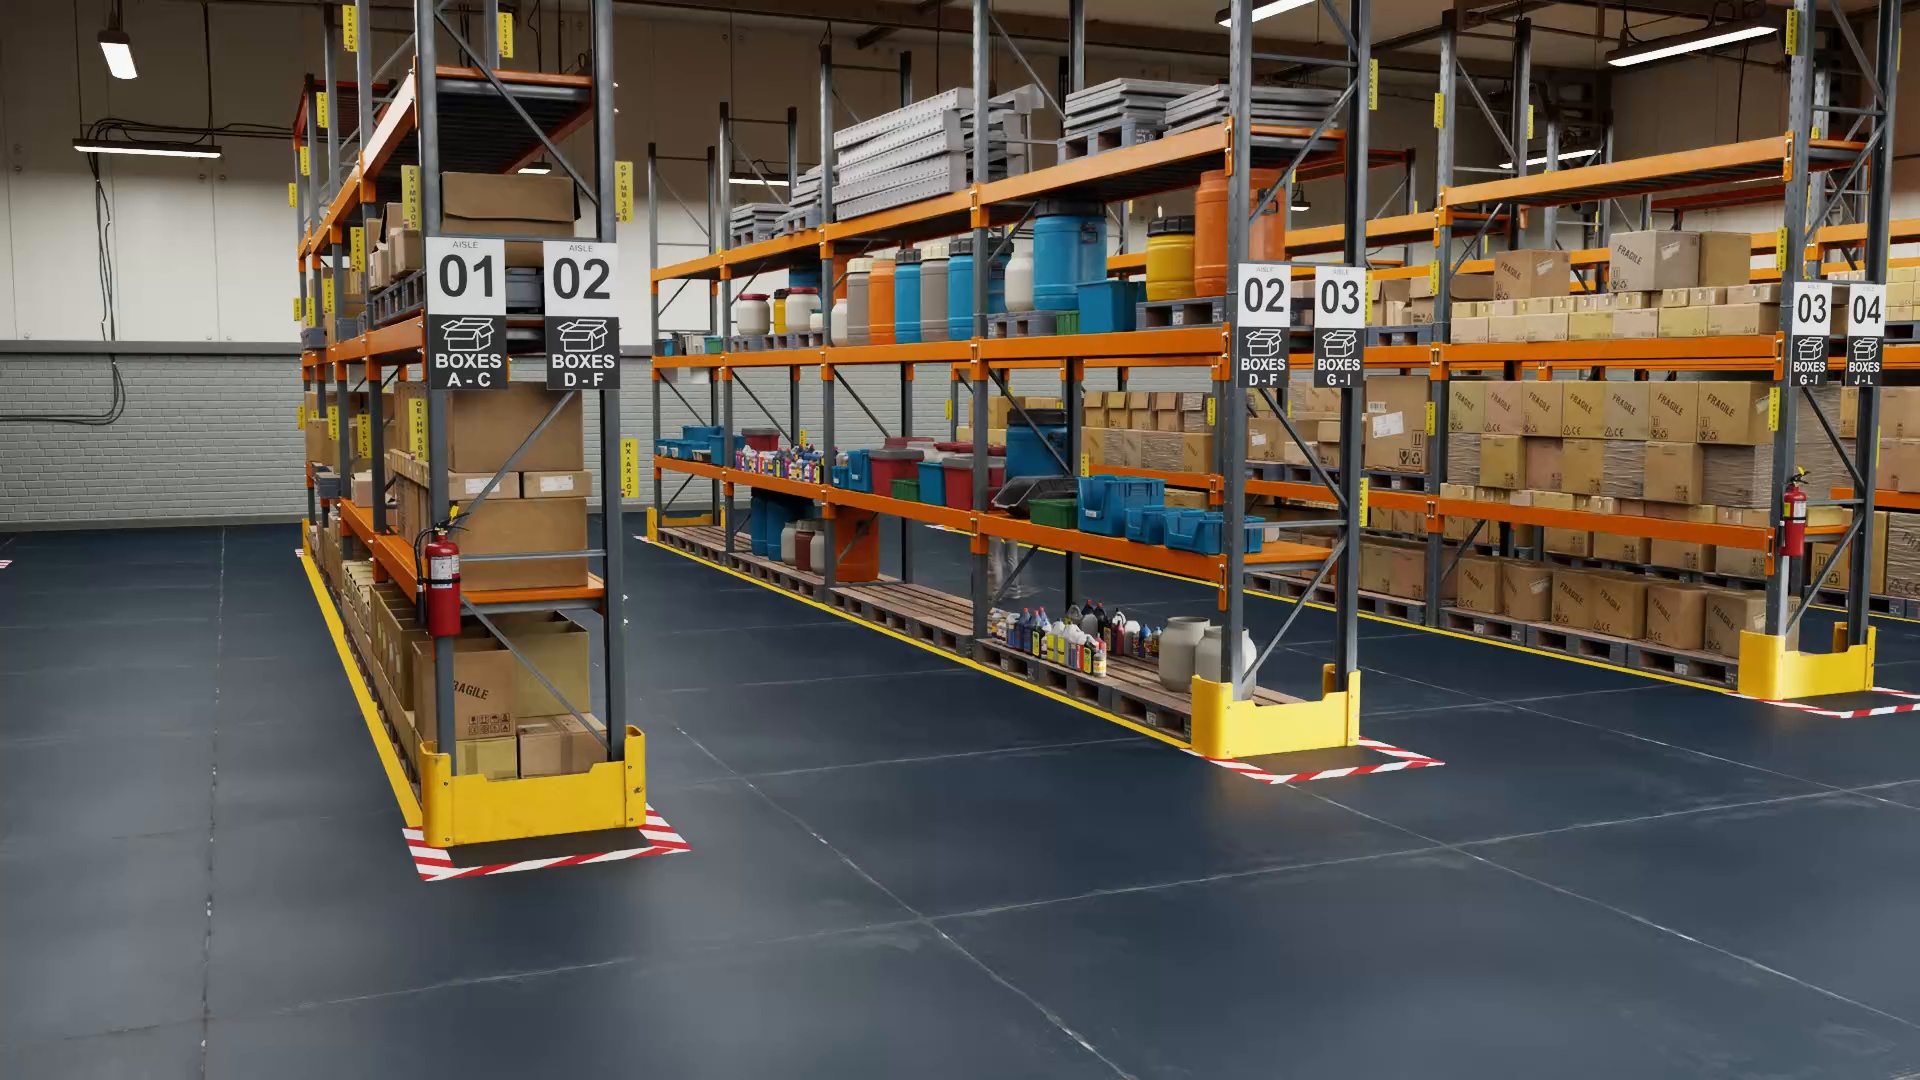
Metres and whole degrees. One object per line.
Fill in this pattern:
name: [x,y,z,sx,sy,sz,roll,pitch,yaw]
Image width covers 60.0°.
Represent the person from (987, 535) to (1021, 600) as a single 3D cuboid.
person: [0.463,-0.158,18.673,0.469,1.663,0.328,-2,6,-23]
